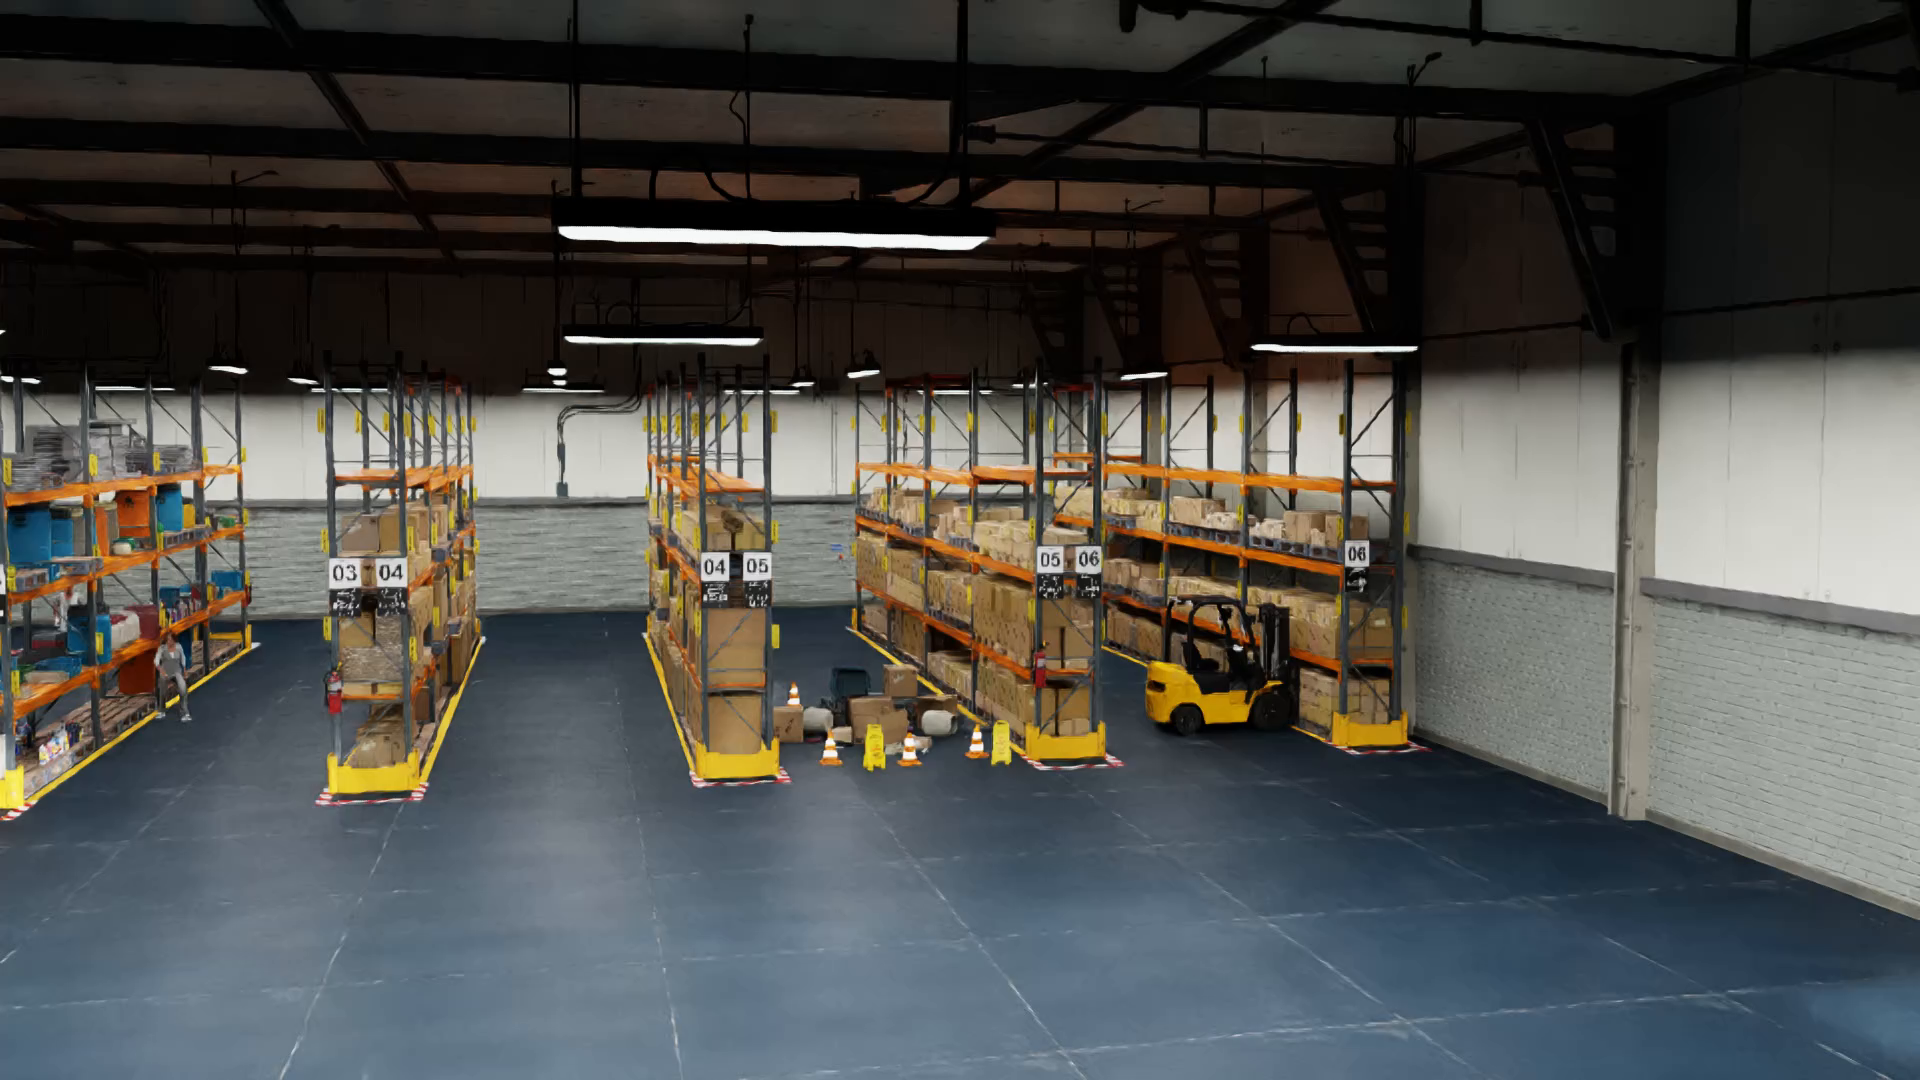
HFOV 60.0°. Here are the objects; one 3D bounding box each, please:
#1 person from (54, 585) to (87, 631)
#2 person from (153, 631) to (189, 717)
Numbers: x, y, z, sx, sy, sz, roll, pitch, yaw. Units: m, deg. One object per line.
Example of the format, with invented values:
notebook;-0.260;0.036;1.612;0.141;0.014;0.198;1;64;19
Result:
person;-18.718;1.706;35.004;0.639;1.742;0.552;-1;4;-14
person;-13.321;2.245;28.049;0.527;1.435;0.786;-2;5;-31
